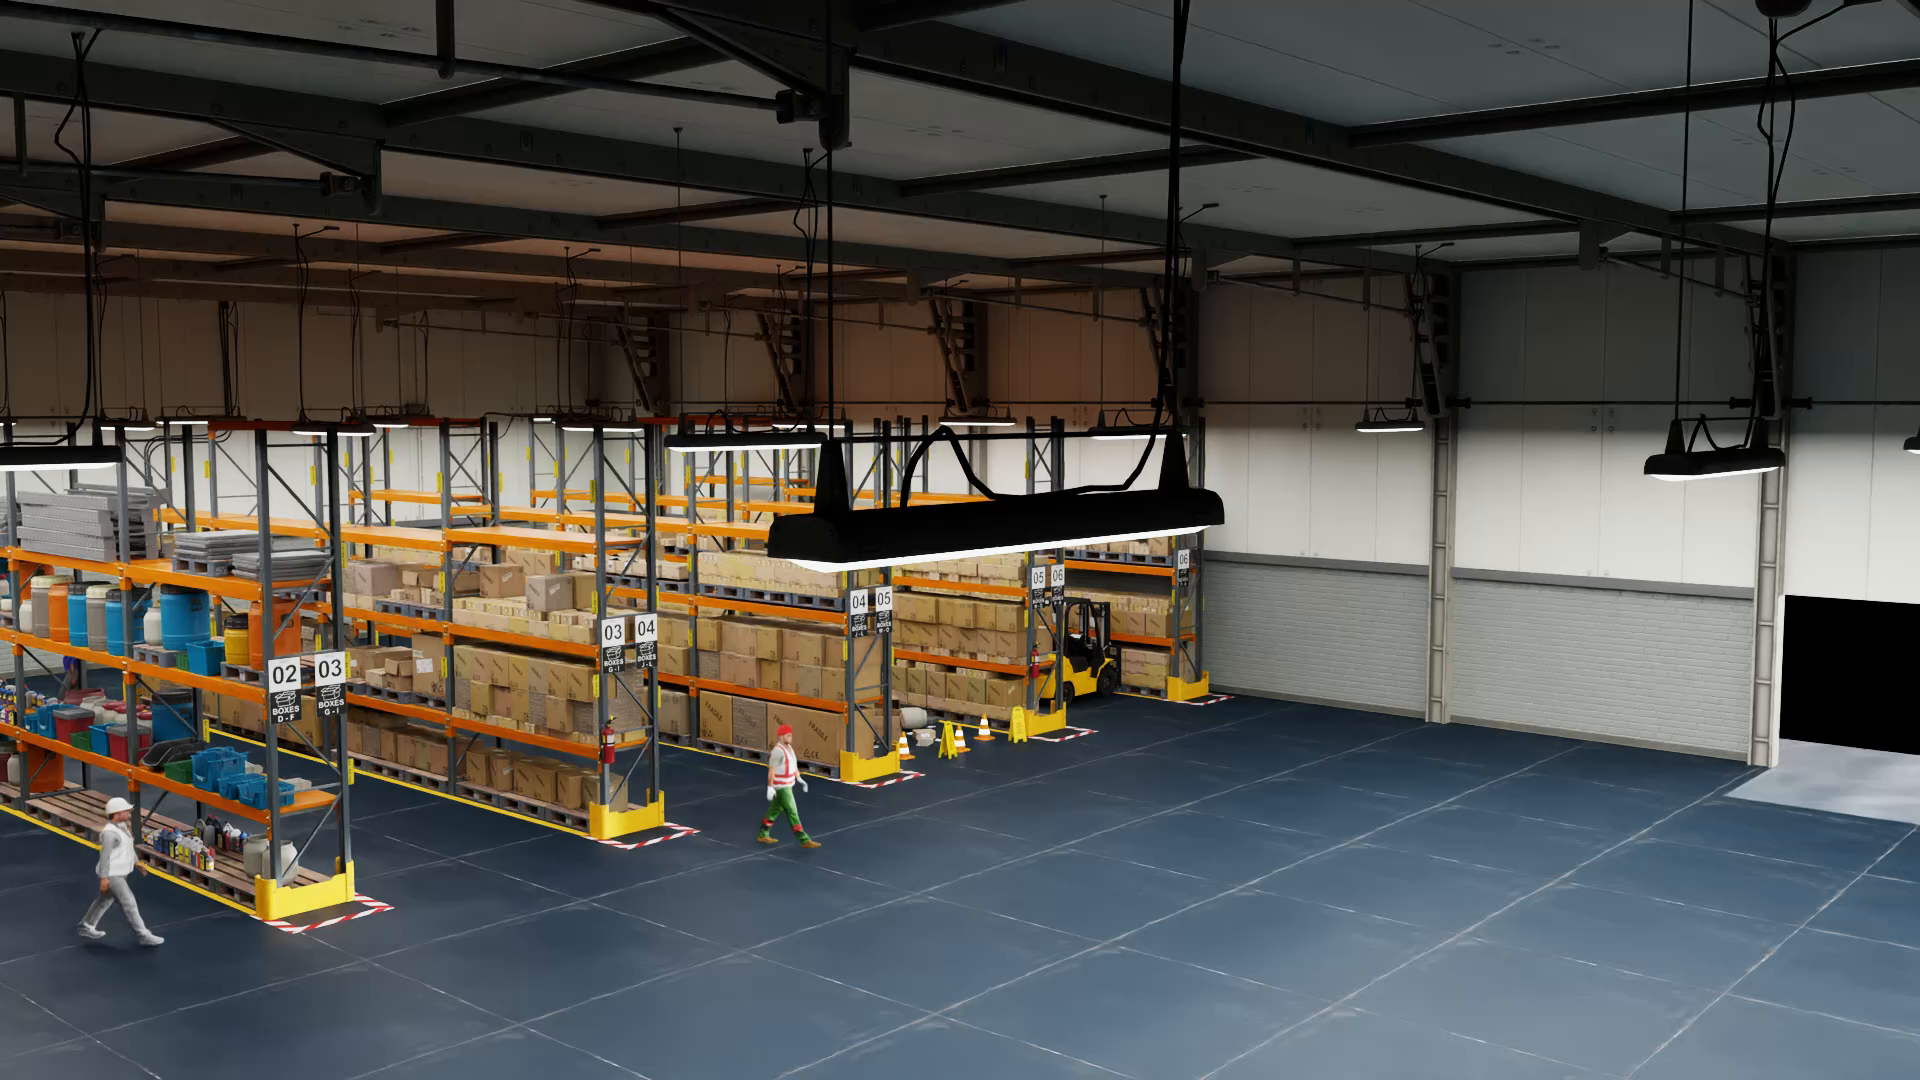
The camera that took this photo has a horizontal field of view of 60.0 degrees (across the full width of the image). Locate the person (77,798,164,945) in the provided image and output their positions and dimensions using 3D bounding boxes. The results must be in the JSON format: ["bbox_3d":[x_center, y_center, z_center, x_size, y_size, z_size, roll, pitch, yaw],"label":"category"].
[{"bbox_3d":[-9.785,3.840,19.345,1.103,1.707,0.602,0,5,-1],"label":"person"}]

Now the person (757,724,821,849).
[{"bbox_3d":[-2.410,3.474,23.564,1.040,1.731,0.559,1,5,12],"label":"person"}]

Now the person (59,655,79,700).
[{"bbox_3d":[-17.725,2.770,33.061,0.593,1.658,0.548,0,5,-3],"label":"person"}]
